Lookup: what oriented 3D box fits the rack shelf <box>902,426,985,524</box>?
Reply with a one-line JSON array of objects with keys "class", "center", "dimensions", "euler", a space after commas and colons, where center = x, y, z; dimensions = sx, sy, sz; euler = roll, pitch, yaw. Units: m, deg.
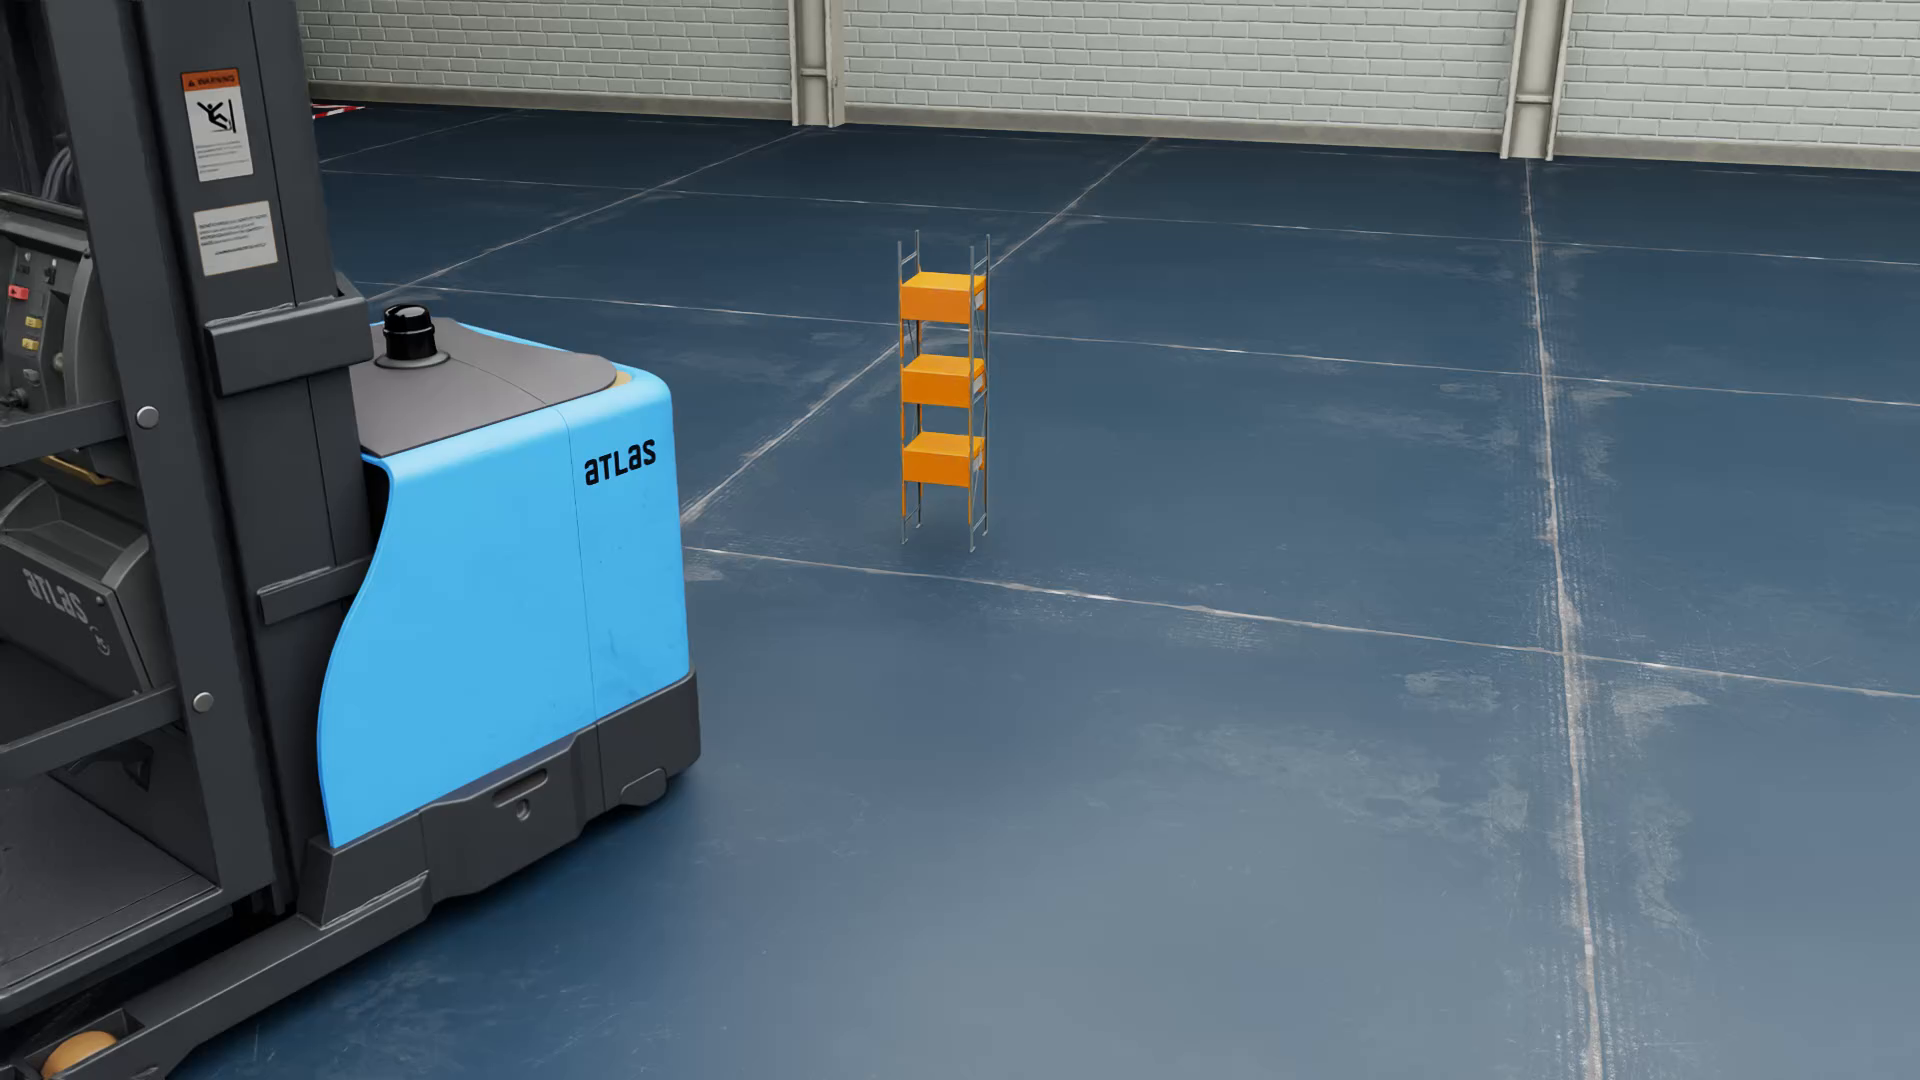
[{"class": "rack shelf", "center": [-0.051, -0.225, 5.695], "dimensions": [0.240, 0.259, 0.215], "euler": [7, 23, 16]}]

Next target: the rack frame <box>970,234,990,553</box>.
[{"class": "rack frame", "center": [0.066, -0.478, 5.552], "dimensions": [0.008, 1.050, 0.200], "euler": [7, 23, 16]}]

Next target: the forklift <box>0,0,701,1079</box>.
[{"class": "forklift", "center": [-1.963, -0.419, 2.928], "dimensions": [1.130, 2.935, 3.031], "euler": [16, 27, 35]}]

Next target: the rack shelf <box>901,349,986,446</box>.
[{"class": "rack shelf", "center": [-0.051, -0.482, 5.589], "dimensions": [0.240, 0.259, 0.215], "euler": [7, 23, 16]}]

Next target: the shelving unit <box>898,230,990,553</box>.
[{"class": "shelving unit", "center": [-0.051, -0.492, 5.585], "dimensions": [0.252, 1.050, 0.215], "euler": [7, 23, 16]}]

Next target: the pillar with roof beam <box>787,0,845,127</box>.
[{"class": "pillar with roof beam", "center": [-2.497, -6.302, 9.276], "dimensions": [0.400, 9.000, 9.100], "euler": [7, 23, 16]}]

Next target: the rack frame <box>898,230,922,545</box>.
[{"class": "rack frame", "center": [-0.168, -0.505, 5.618], "dimensions": [0.008, 1.050, 0.200], "euler": [7, 23, 16]}]

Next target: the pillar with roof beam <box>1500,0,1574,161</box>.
[{"class": "pillar with roof beam", "center": [3.247, -5.644, 7.672], "dimensions": [0.400, 9.000, 9.100], "euler": [7, 23, 16]}]

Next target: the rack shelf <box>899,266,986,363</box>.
[{"class": "rack shelf", "center": [-0.051, -0.744, 5.481], "dimensions": [0.240, 0.259, 0.215], "euler": [7, 23, 16]}]
